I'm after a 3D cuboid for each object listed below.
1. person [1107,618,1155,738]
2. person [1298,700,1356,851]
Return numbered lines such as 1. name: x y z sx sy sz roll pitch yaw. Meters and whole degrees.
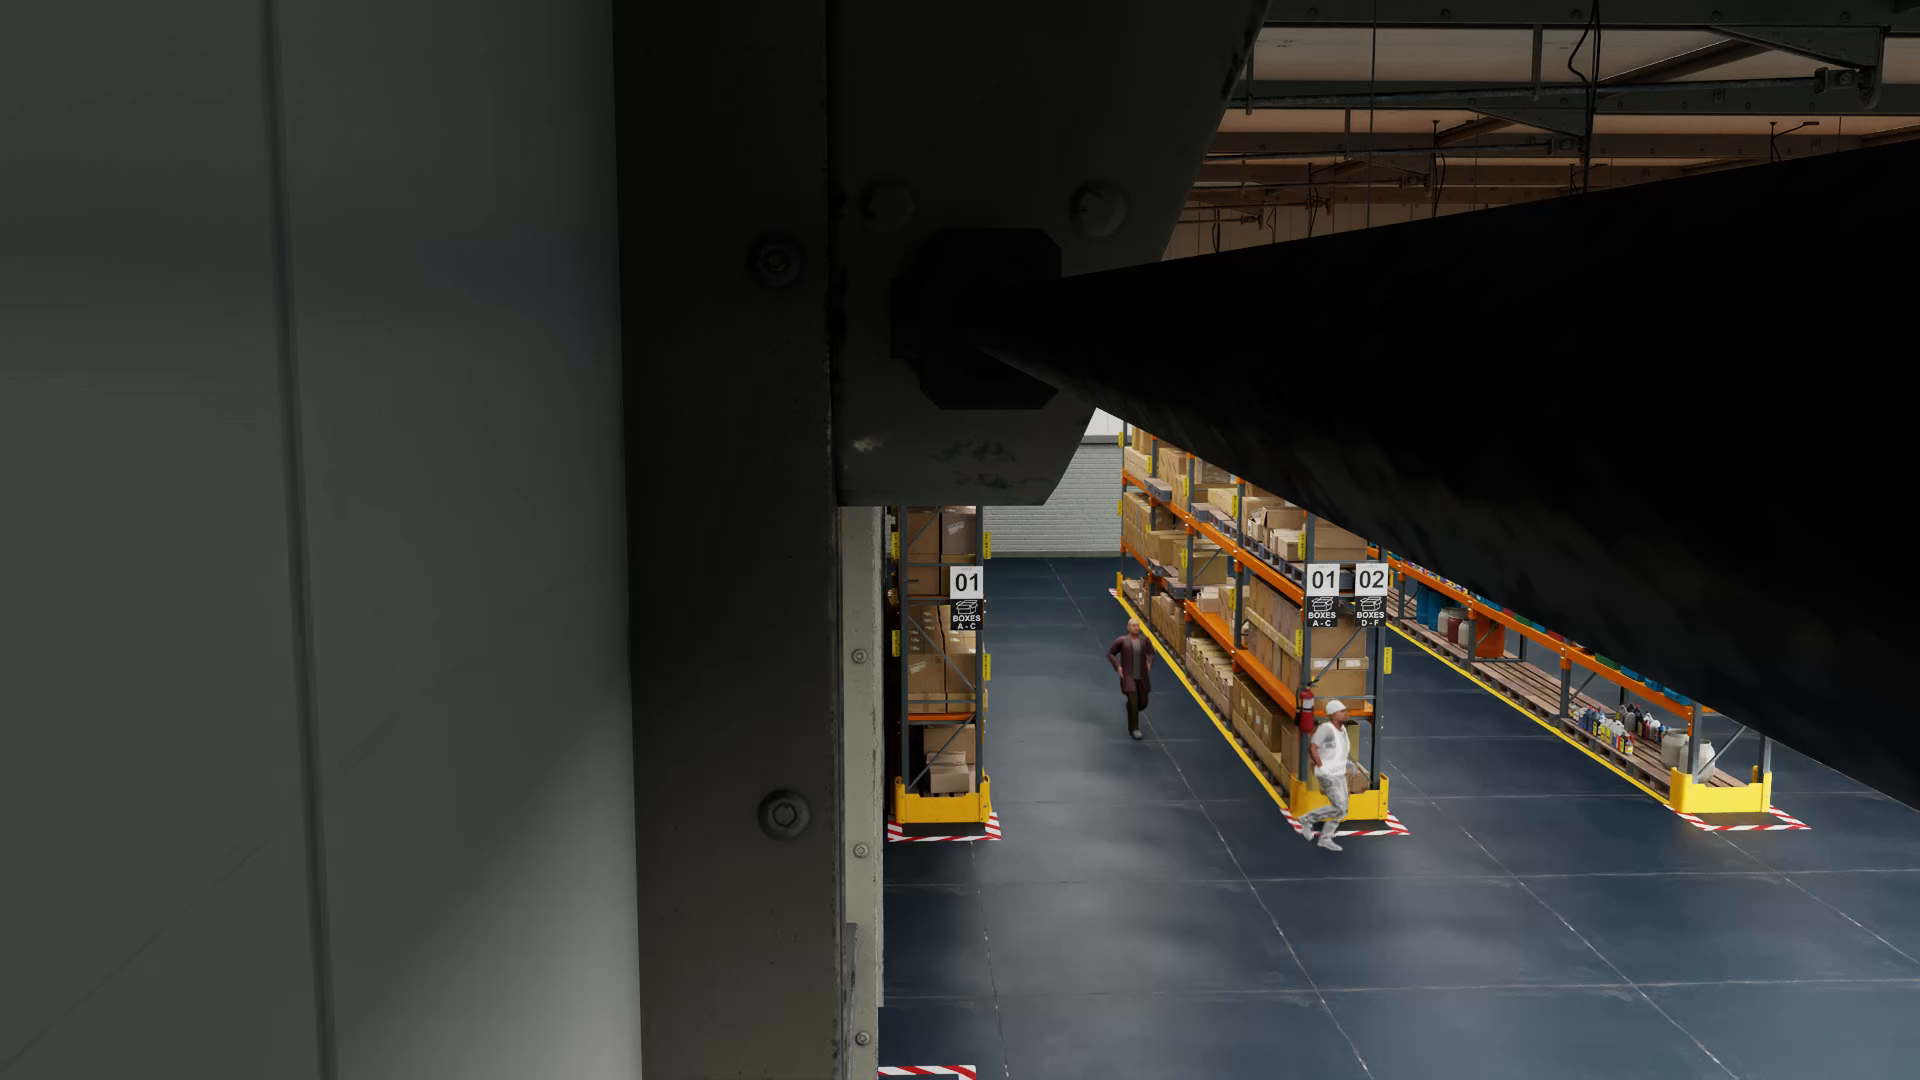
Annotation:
1. person: 2.550 2.019 24.636 0.715 1.736 0.826 -2 8 -14
2. person: 4.322 2.720 19.428 0.566 1.715 0.715 5 9 31
